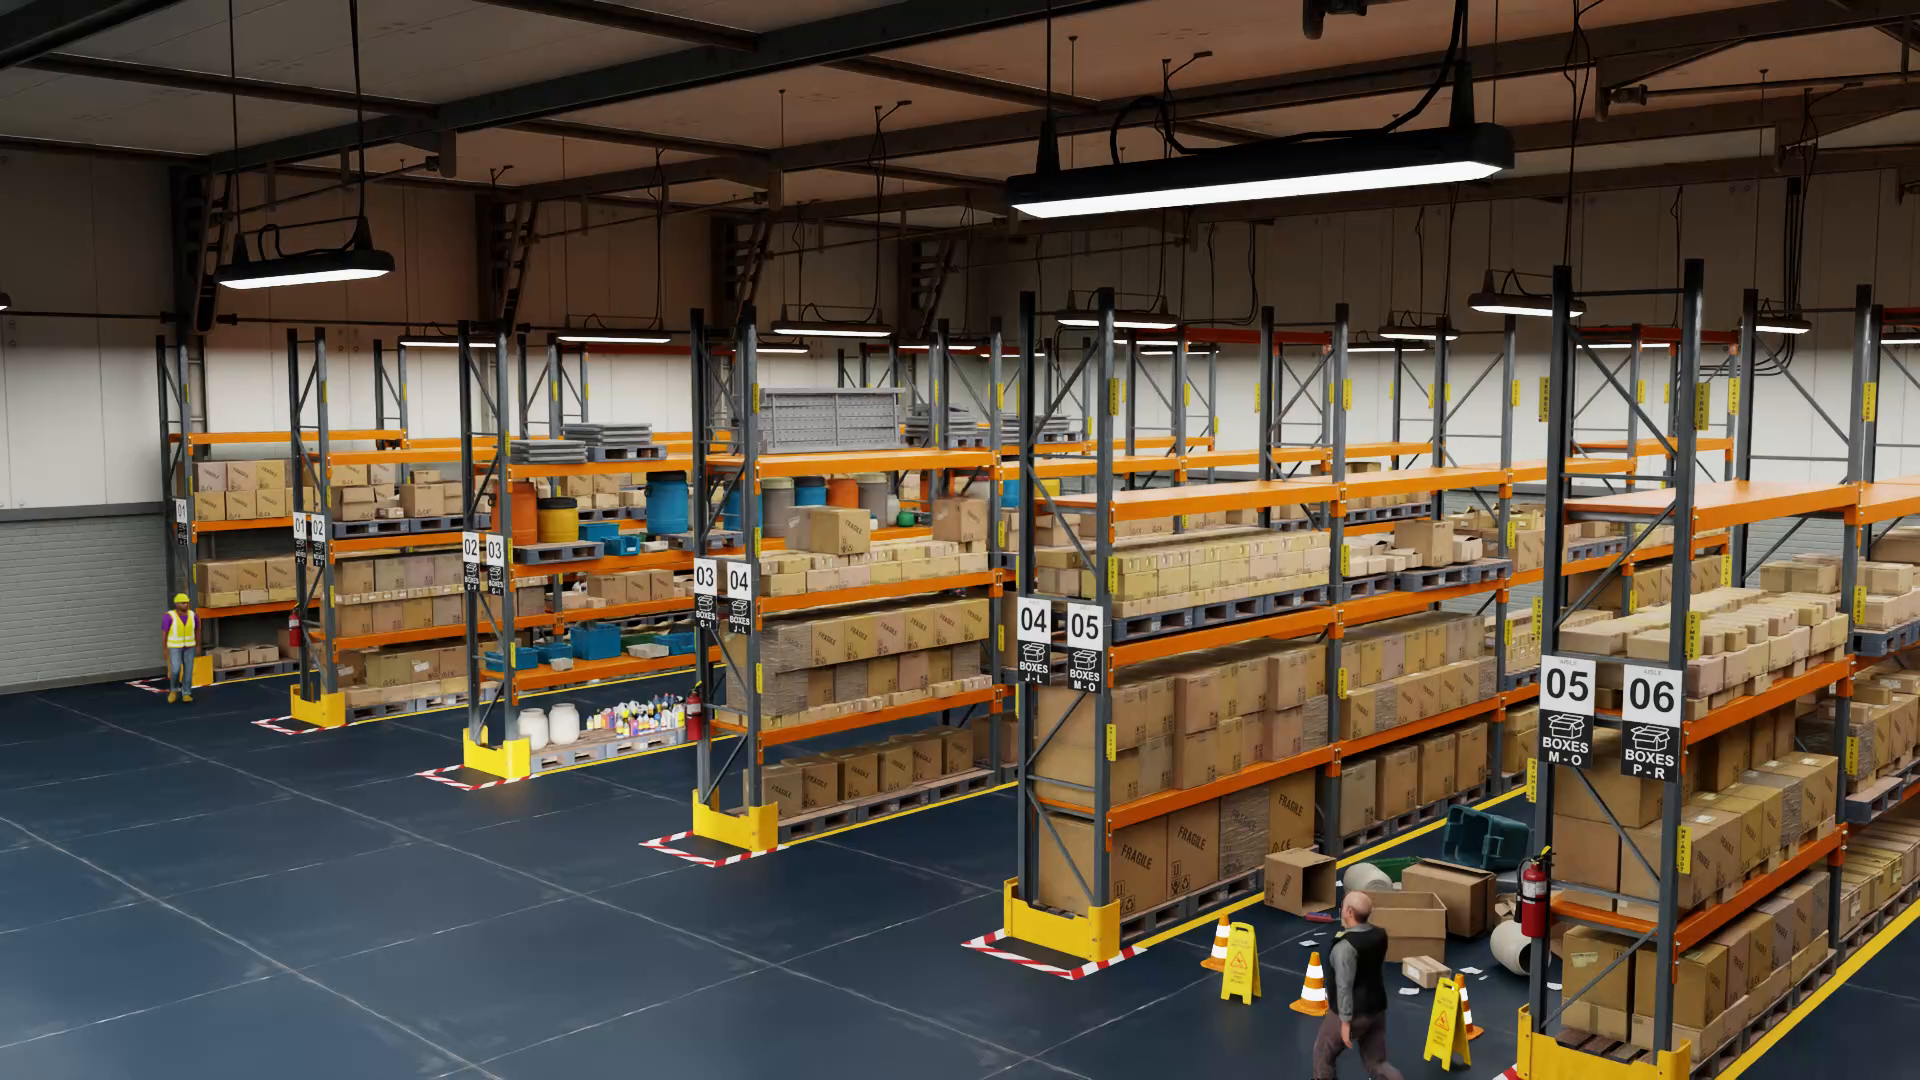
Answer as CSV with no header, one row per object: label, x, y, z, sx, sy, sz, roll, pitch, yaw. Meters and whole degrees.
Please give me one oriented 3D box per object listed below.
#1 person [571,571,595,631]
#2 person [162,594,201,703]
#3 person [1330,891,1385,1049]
person,-7.201,1.346,31.813,0.427,1.622,1.045,5,7,42
person,-12.575,1.747,26.884,0.607,1.767,0.421,-5,7,-44
person,2.748,3.251,11.429,0.542,1.686,0.999,-5,7,-44
